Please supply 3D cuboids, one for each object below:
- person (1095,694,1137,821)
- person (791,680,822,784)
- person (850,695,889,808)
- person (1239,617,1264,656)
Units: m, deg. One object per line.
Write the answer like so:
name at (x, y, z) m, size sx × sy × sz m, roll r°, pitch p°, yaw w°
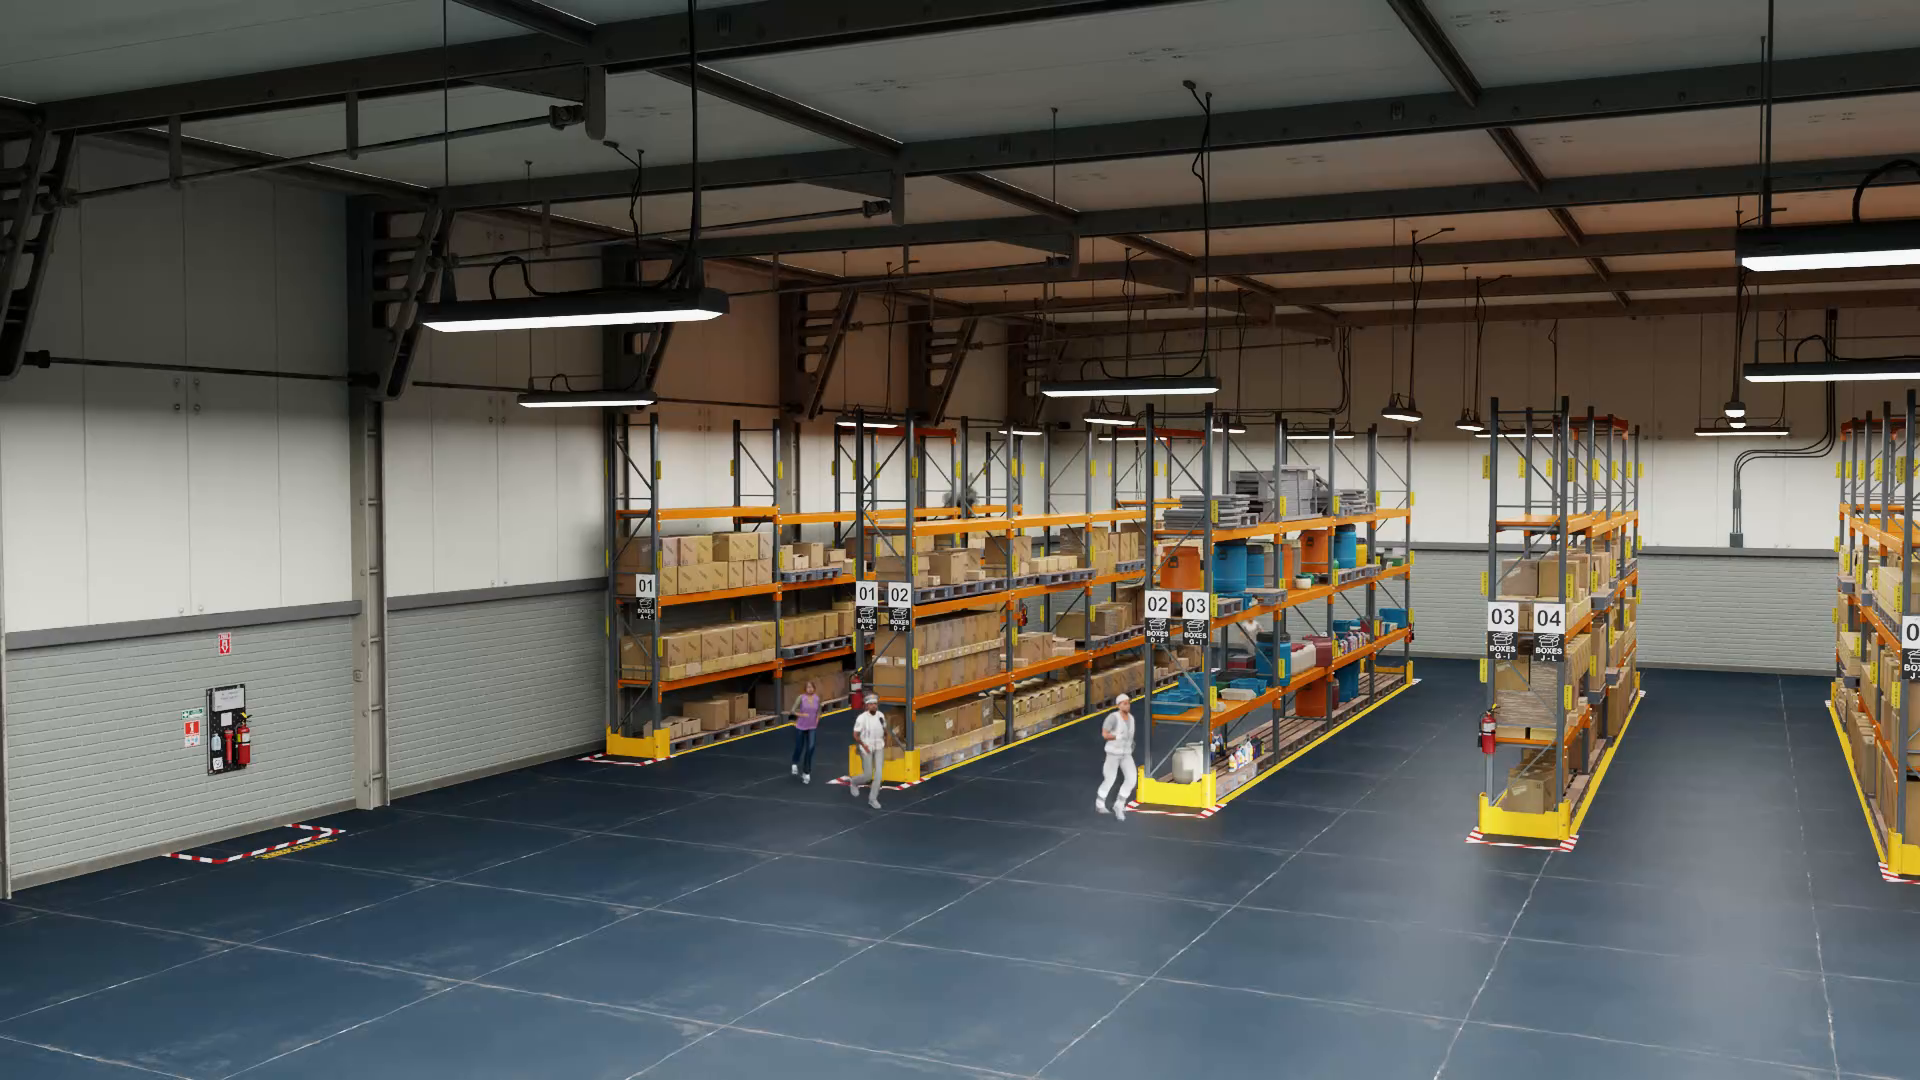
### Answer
person at (2.313, 3.119, 23.901) m, size 0.652 × 1.821 × 0.729 m, roll -1°, pitch 3°, yaw -29°
person at (-2.478, 3.069, 26.903) m, size 0.547 × 1.612 × 0.803 m, roll -1°, pitch 3°, yaw -17°
person at (-1.334, 3.133, 24.887) m, size 0.581 × 1.686 × 0.658 m, roll -1°, pitch 3°, yaw -28°
person at (7.036, 2.516, 40.143) m, size 0.599 × 1.611 × 0.657 m, roll 0°, pitch 2°, yaw -3°
